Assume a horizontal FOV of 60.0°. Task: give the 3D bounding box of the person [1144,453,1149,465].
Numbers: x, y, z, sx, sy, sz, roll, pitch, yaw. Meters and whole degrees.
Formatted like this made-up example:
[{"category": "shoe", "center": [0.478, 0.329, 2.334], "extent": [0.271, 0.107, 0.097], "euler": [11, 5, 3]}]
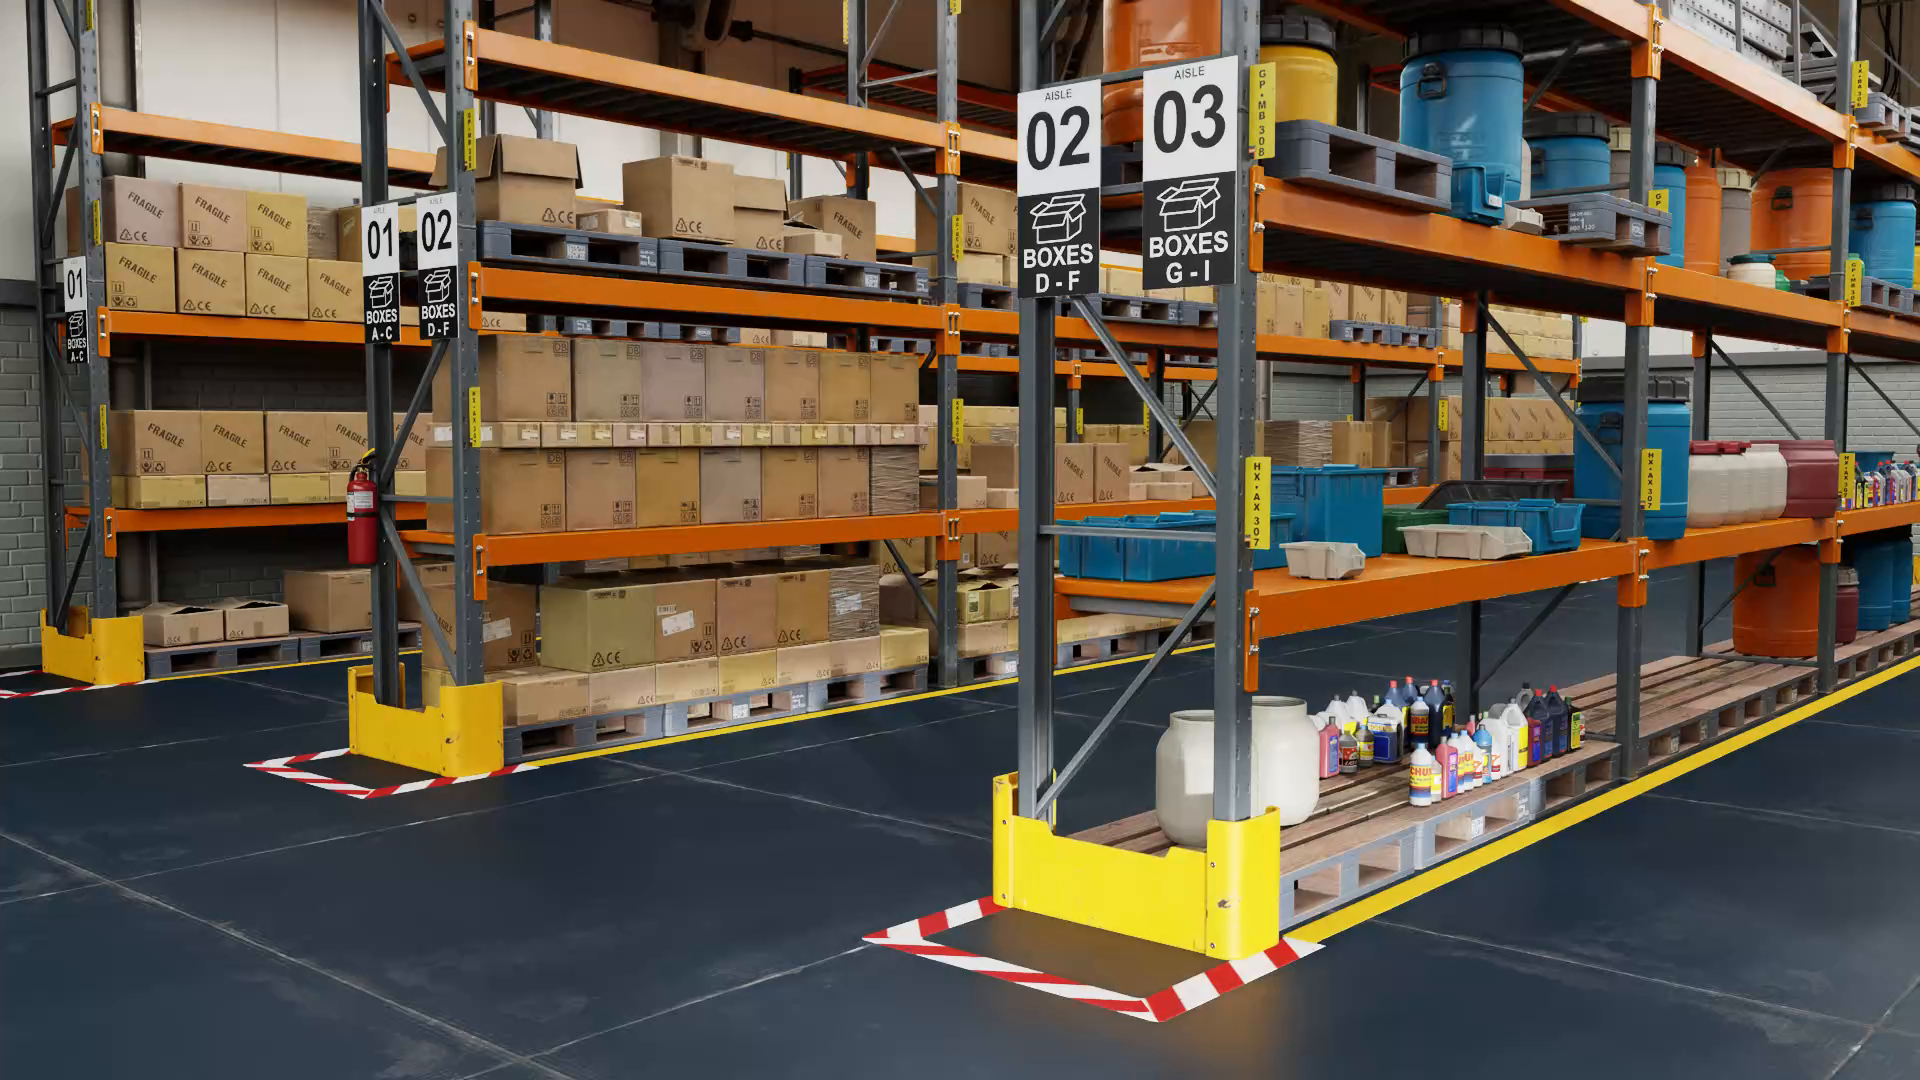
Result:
[{"category": "person", "center": [2.272, -0.177, 19.109], "extent": [0.444, 1.676, 0.426], "euler": [4, 5, 44]}]
